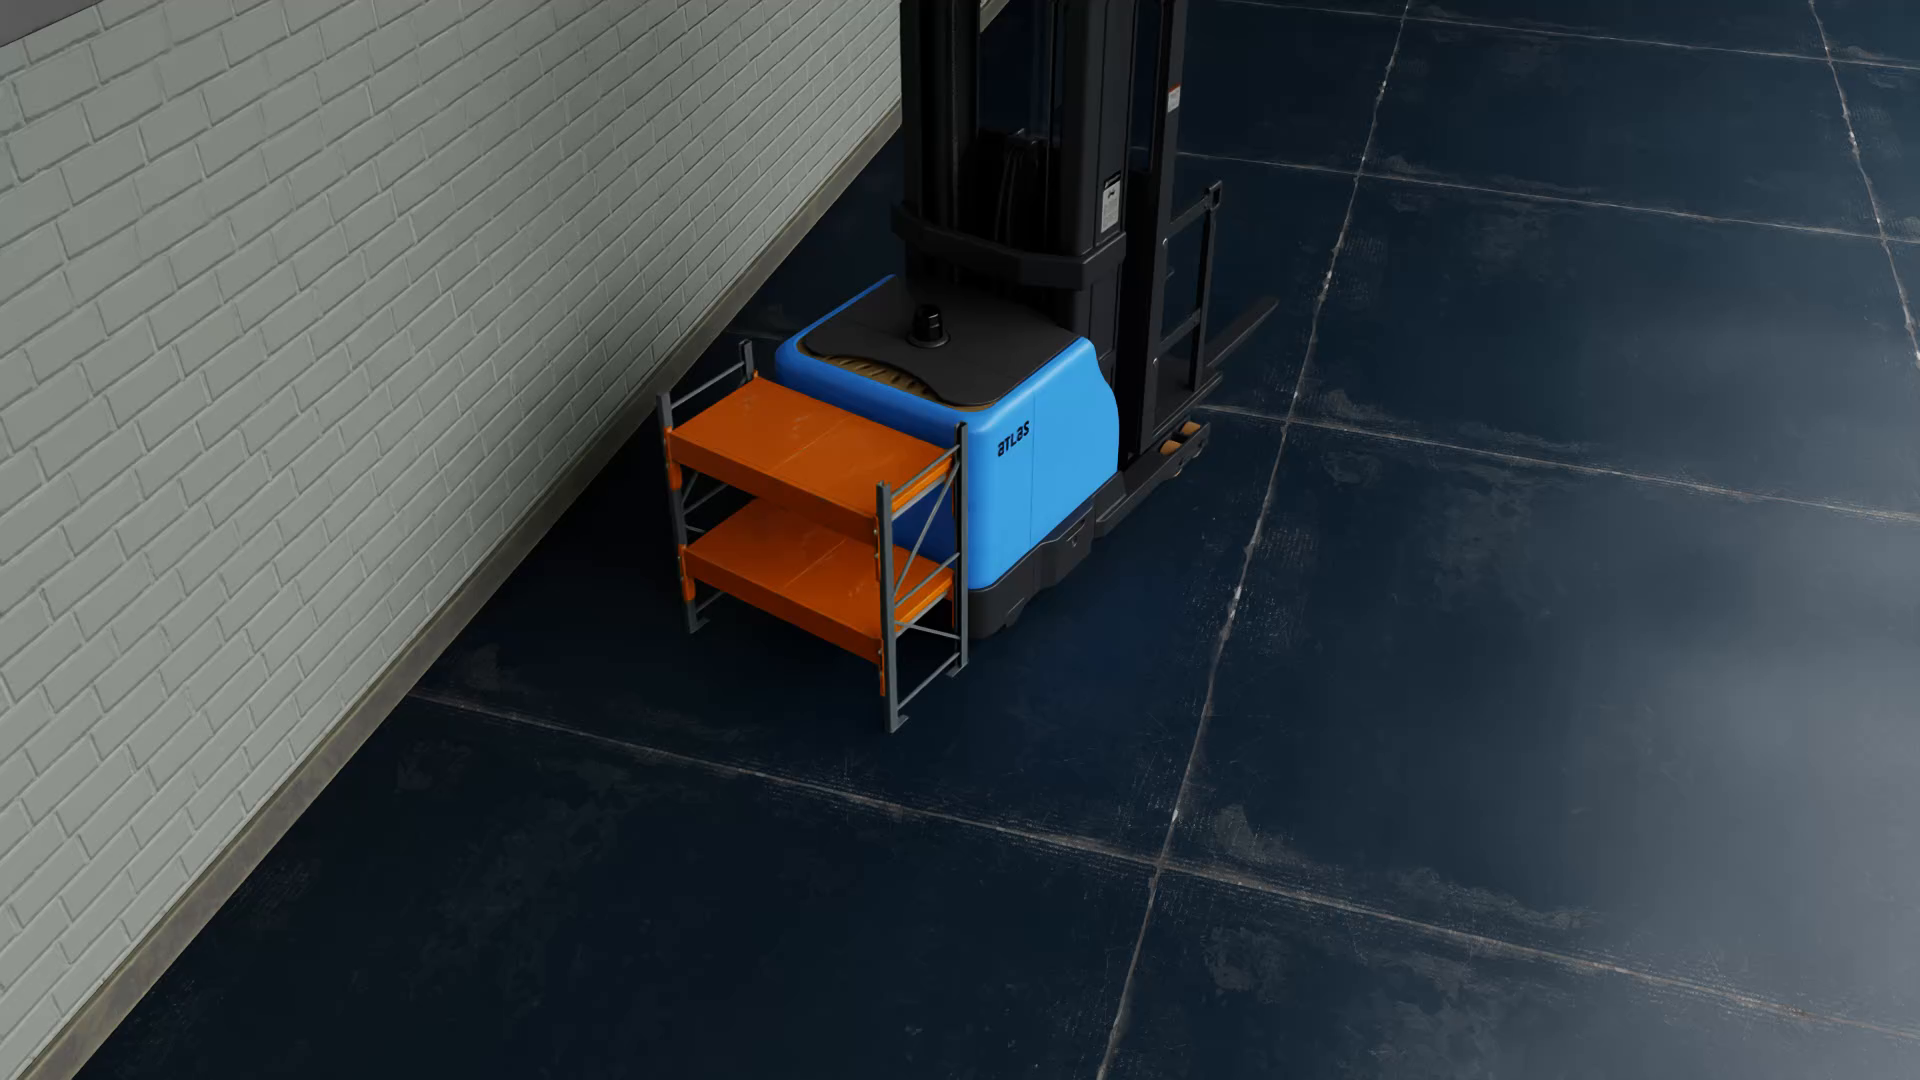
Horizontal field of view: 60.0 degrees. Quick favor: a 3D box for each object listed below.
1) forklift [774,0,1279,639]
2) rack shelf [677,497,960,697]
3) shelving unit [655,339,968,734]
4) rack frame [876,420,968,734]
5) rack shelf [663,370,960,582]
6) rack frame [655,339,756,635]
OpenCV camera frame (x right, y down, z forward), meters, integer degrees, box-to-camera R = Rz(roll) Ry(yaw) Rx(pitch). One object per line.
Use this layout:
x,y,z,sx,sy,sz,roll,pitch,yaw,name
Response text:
0.510,-1.618,6.976,1.130,2.935,3.031,22,42,27,forklift
-0.542,0.175,6.475,1.000,0.278,0.538,23,42,28,rack shelf
-0.542,-0.022,6.331,1.048,1.125,0.538,23,42,28,shelving unit
-0.127,0.152,6.094,0.032,1.125,0.500,23,42,28,rack frame
-0.542,-0.257,6.157,1.000,0.278,0.538,23,42,28,rack shelf
-0.958,-0.196,6.567,0.032,1.125,0.500,23,42,28,rack frame
